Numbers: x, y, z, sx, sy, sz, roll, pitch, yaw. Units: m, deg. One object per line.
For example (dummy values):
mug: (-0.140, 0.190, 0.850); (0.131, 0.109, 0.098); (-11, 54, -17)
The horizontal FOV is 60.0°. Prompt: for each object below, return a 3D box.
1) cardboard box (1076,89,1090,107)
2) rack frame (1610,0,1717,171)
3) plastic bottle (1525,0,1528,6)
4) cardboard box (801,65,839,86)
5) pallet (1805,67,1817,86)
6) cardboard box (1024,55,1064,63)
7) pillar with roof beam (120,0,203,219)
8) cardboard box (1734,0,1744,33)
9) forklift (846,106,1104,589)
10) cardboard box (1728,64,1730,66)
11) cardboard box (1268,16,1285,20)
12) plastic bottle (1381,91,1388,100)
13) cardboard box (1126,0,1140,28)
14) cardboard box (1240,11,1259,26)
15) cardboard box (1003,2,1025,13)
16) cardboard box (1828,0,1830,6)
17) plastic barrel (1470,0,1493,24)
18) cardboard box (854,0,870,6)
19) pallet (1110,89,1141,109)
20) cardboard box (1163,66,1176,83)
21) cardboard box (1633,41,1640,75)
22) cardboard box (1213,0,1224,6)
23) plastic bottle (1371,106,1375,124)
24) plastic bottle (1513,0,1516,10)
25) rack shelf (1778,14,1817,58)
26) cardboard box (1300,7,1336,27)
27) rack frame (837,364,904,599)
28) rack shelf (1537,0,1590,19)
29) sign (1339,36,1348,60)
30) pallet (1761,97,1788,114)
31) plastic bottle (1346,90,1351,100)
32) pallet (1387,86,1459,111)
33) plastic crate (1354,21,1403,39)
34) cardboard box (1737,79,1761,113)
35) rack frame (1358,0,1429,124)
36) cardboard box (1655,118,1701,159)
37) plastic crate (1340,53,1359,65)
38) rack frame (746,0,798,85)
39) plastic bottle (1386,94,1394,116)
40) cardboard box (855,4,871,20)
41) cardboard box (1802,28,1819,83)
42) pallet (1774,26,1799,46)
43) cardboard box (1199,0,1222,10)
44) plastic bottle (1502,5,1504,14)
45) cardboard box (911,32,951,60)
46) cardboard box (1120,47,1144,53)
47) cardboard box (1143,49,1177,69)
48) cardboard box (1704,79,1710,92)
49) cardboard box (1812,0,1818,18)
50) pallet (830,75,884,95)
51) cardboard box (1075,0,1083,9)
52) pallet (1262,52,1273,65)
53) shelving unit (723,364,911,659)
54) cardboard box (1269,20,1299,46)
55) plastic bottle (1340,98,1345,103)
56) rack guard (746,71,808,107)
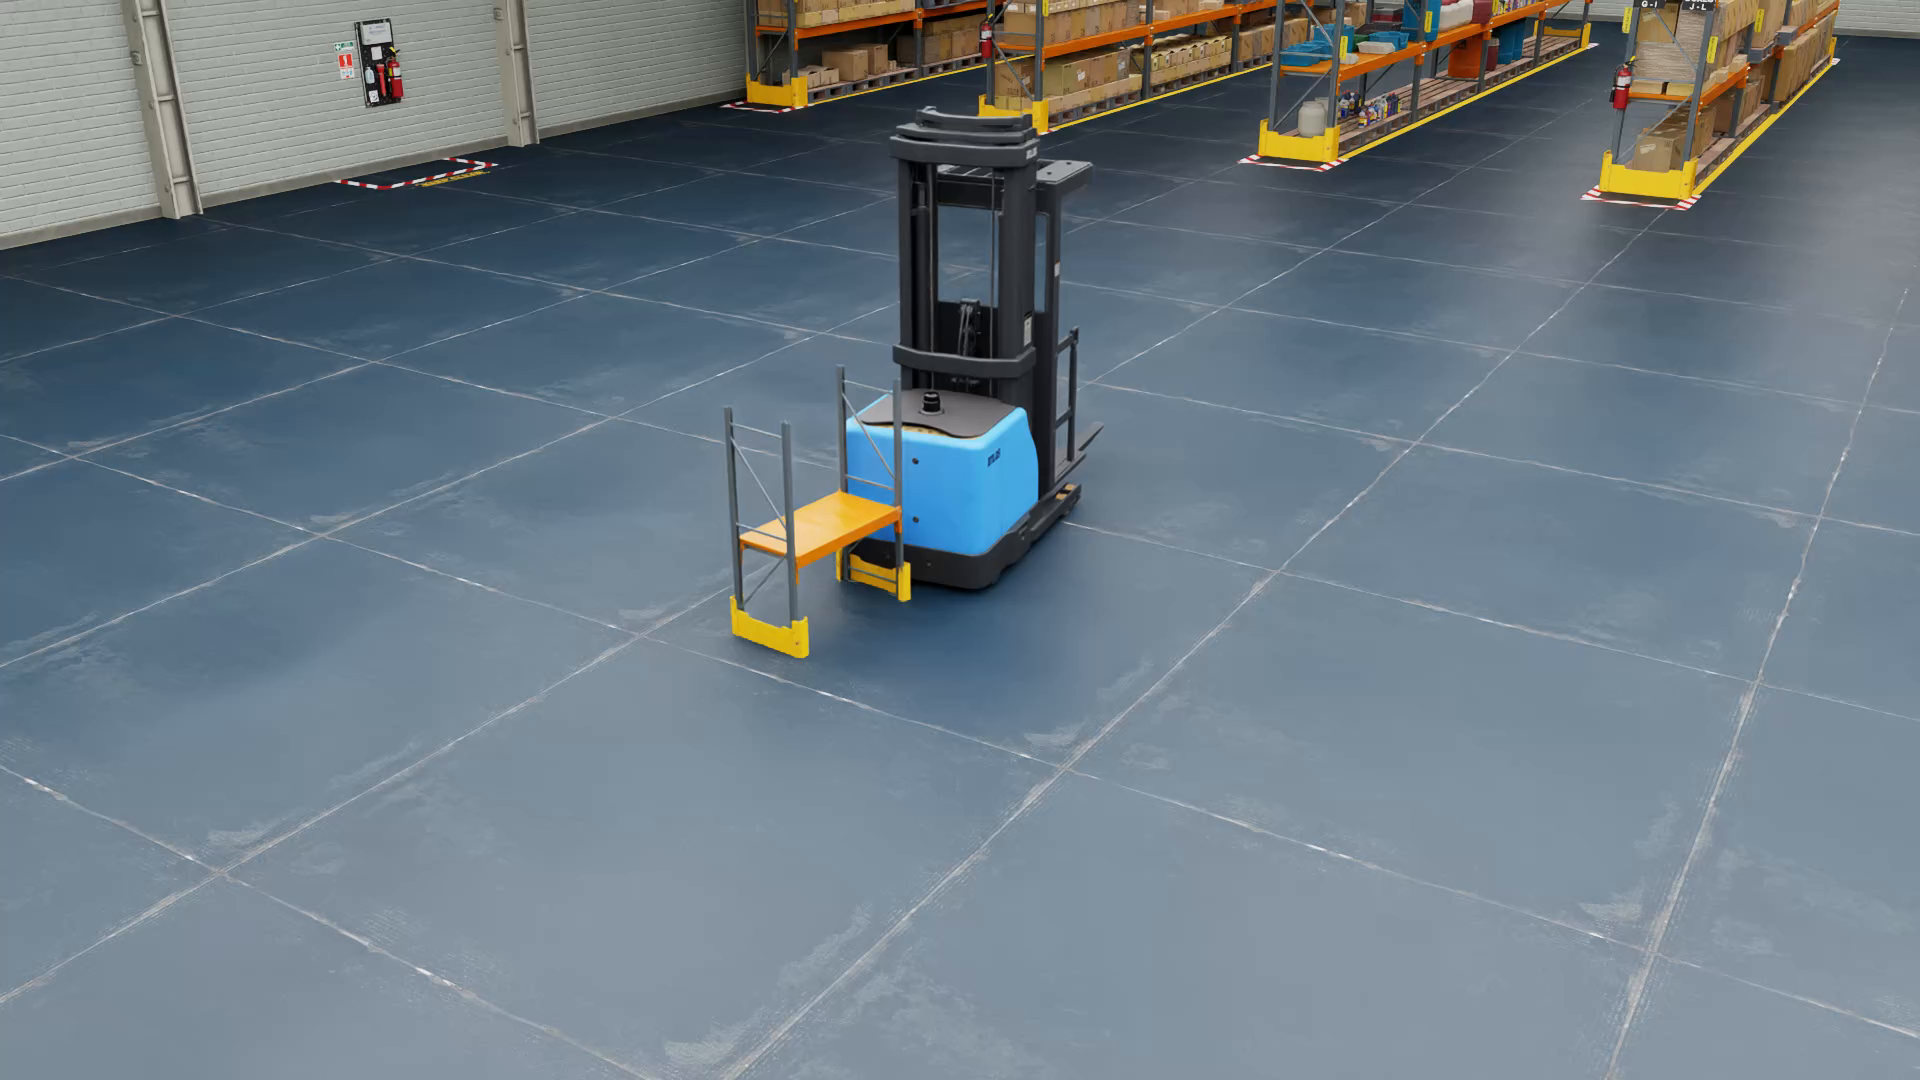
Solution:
cardboard box: (1.885, -7.566, 28.384); (0.500, 0.250, 0.500); (14, 27, 29)
rack frame: (9.302, -6.085, 22.031); (1.000, 3.000, 0.127); (14, 27, 29)
plastic bottle: (11.120, -10.710, 32.775); (0.144, 0.351, 0.185); (14, 27, 29)
cardboard box: (-2.580, -8.574, 30.612); (0.500, 0.311, 0.500); (16, 28, 33)
pallet: (16.100, -9.096, 32.496); (1.003, 0.211, 1.213); (14, 27, 29)
cardboard box: (1.433, -8.021, 28.492); (0.500, 0.500, 0.500); (14, 27, 29)
pillar with roof beam: (-6.361, -7.418, 17.558); (9.100, 9.000, 0.400); (14, 27, 29)
cardboard box: (10.615, -7.361, 23.220); (0.500, 0.500, 0.500); (14, 27, 29)
forklift: (0.253, -1.580, 11.710); (1.130, 2.935, 3.031); (10, 25, 21)
cardboard box: (10.847, -6.774, 23.939); (0.380, 0.149, 0.250); (14, 27, 29)
cardboard box: (6.756, -11.155, 36.335); (0.500, 0.500, 0.500); (13, 26, 27)
plastic bottle: (6.987, -7.212, 27.414); (0.144, 0.351, 0.185); (14, 27, 29)
cardboard box: (2.769, -9.407, 29.579); (0.700, 0.500, 0.500); (13, 27, 28)
cardboard box: (5.964, -10.992, 35.015); (0.500, 0.250, 0.500); (13, 27, 28)
cardboard box: (0.928, -8.675, 27.071); (0.380, 0.149, 0.250); (13, 27, 28)
cardboard box: (16.892, -10.577, 32.722); (0.380, 0.149, 0.250); (13, 27, 27)
plastic barrel: (9.327, -9.666, 30.130); (0.600, 0.536, 0.708); (14, 27, 29)
cardboard box: (-2.006, -10.096, 30.517); (0.500, 0.500, 0.500); (15, 27, 31)
pallet: (2.543, -7.973, 29.902); (1.003, 0.211, 1.213); (14, 27, 29)
cardboard box: (3.692, -8.700, 31.003); (0.500, 0.250, 0.500); (15, 27, 30)
cardboard box: (9.777, -6.641, 22.816); (0.875, 0.500, 0.500); (14, 27, 29)
cardboard box: (4.879, -10.708, 32.822); (0.500, 0.311, 0.500); (16, 28, 32)
plastic bottle: (6.549, -6.769, 26.491); (0.097, 0.271, 0.097); (0, 23, 0)
plastic bottle: (10.636, -10.400, 32.060); (0.144, 0.351, 0.185); (14, 27, 29)
rack shelf: (14.577, -9.130, 29.970); (1.077, 0.370, 4.000); (14, 27, 29)
cardboard box: (8.205, -11.904, 38.061); (0.797, 0.503, 0.637); (14, 27, 29)
rack frame: (-0.573, -0.362, 10.699); (0.500, 1.500, 0.032); (17, 28, 33)
rack shelf: (12.479, -11.518, 35.487); (1.077, 0.370, 4.000); (14, 27, 29)
sign: (5.559, -7.134, 24.104); (0.100, 0.325, 0.005); (14, 27, 29)
pallet: (14.002, -7.756, 29.400); (1.003, 0.211, 1.213); (14, 27, 29)
plastic bottle: (6.426, -7.274, 27.558); (0.144, 0.351, 0.185); (15, 27, 30)
pallet: (8.228, -7.880, 29.687); (1.003, 0.211, 1.213); (14, 27, 29)
plastic crate: (6.820, -8.295, 27.213); (0.767, 0.338, 0.504); (14, 27, 29)
cardboard box: (12.904, -7.420, 27.707); (0.700, 0.500, 0.500); (11, 26, 25)
rack frame: (7.204, -8.473, 27.547); (1.000, 3.000, 0.127); (14, 27, 29)
cardboard box: (10.278, -5.754, 23.885); (0.500, 0.500, 0.500); (17, 29, 34)
plastic crate: (5.840, -7.237, 25.023); (0.298, 0.136, 0.250); (14, 27, 29)
rack frame: (-3.322, -9.199, 29.225); (1.000, 3.000, 0.127); (14, 27, 29)
plastic bottle: (7.008, -7.117, 27.195); (0.144, 0.351, 0.185); (12, 26, 26)
cardboard box: (-1.991, -9.757, 30.676); (0.500, 0.250, 0.500); (14, 27, 29)
cardboard box: (15.311, -9.133, 31.217); (1.225, 0.875, 0.875); (14, 27, 29)
pallet: (13.237, -8.434, 27.699); (1.213, 0.211, 1.003); (14, 27, 29)
cardboard box: (4.868, -10.386, 32.282); (0.380, 0.149, 0.250); (14, 27, 29)
plastic bottle: (10.216, -10.045, 31.428); (0.097, 0.201, 0.097); (0, 23, 0)
cardboard box: (-0.608, -10.041, 33.761); (0.700, 0.500, 0.500); (13, 27, 28)
cardboard box: (3.237, -9.074, 31.163); (0.500, 0.311, 0.500); (15, 27, 30)
cardboard box: (3.696, -8.956, 30.889); (0.500, 0.311, 0.500); (14, 27, 28)
cardboard box: (9.948, -6.178, 22.561); (0.380, 0.149, 0.250); (14, 27, 29)
cardboard box: (15.617, -9.966, 30.870); (0.500, 0.500, 0.500); (14, 27, 29)
pallet: (-2.179, -8.622, 31.401); (1.003, 0.211, 1.213); (14, 27, 29)
cardboard box: (1.821, -8.942, 27.688); (0.380, 0.149, 0.250); (13, 27, 27)
pallet: (6.178, -10.237, 35.132); (1.003, 0.211, 1.213); (14, 27, 29)
shelving unit: (-0.873, -0.204, 10.333); (0.587, 1.500, 1.083); (17, 28, 33)
cardboard box: (6.933, -10.876, 35.690); (0.500, 0.500, 0.500); (14, 27, 29)
plastic bottle: (6.281, -7.116, 27.294); (0.097, 0.271, 0.097); (0, 23, 0)
rack guard: (-3.282, -8.078, 29.780); (1.175, 0.500, 0.348); (14, 27, 29)
